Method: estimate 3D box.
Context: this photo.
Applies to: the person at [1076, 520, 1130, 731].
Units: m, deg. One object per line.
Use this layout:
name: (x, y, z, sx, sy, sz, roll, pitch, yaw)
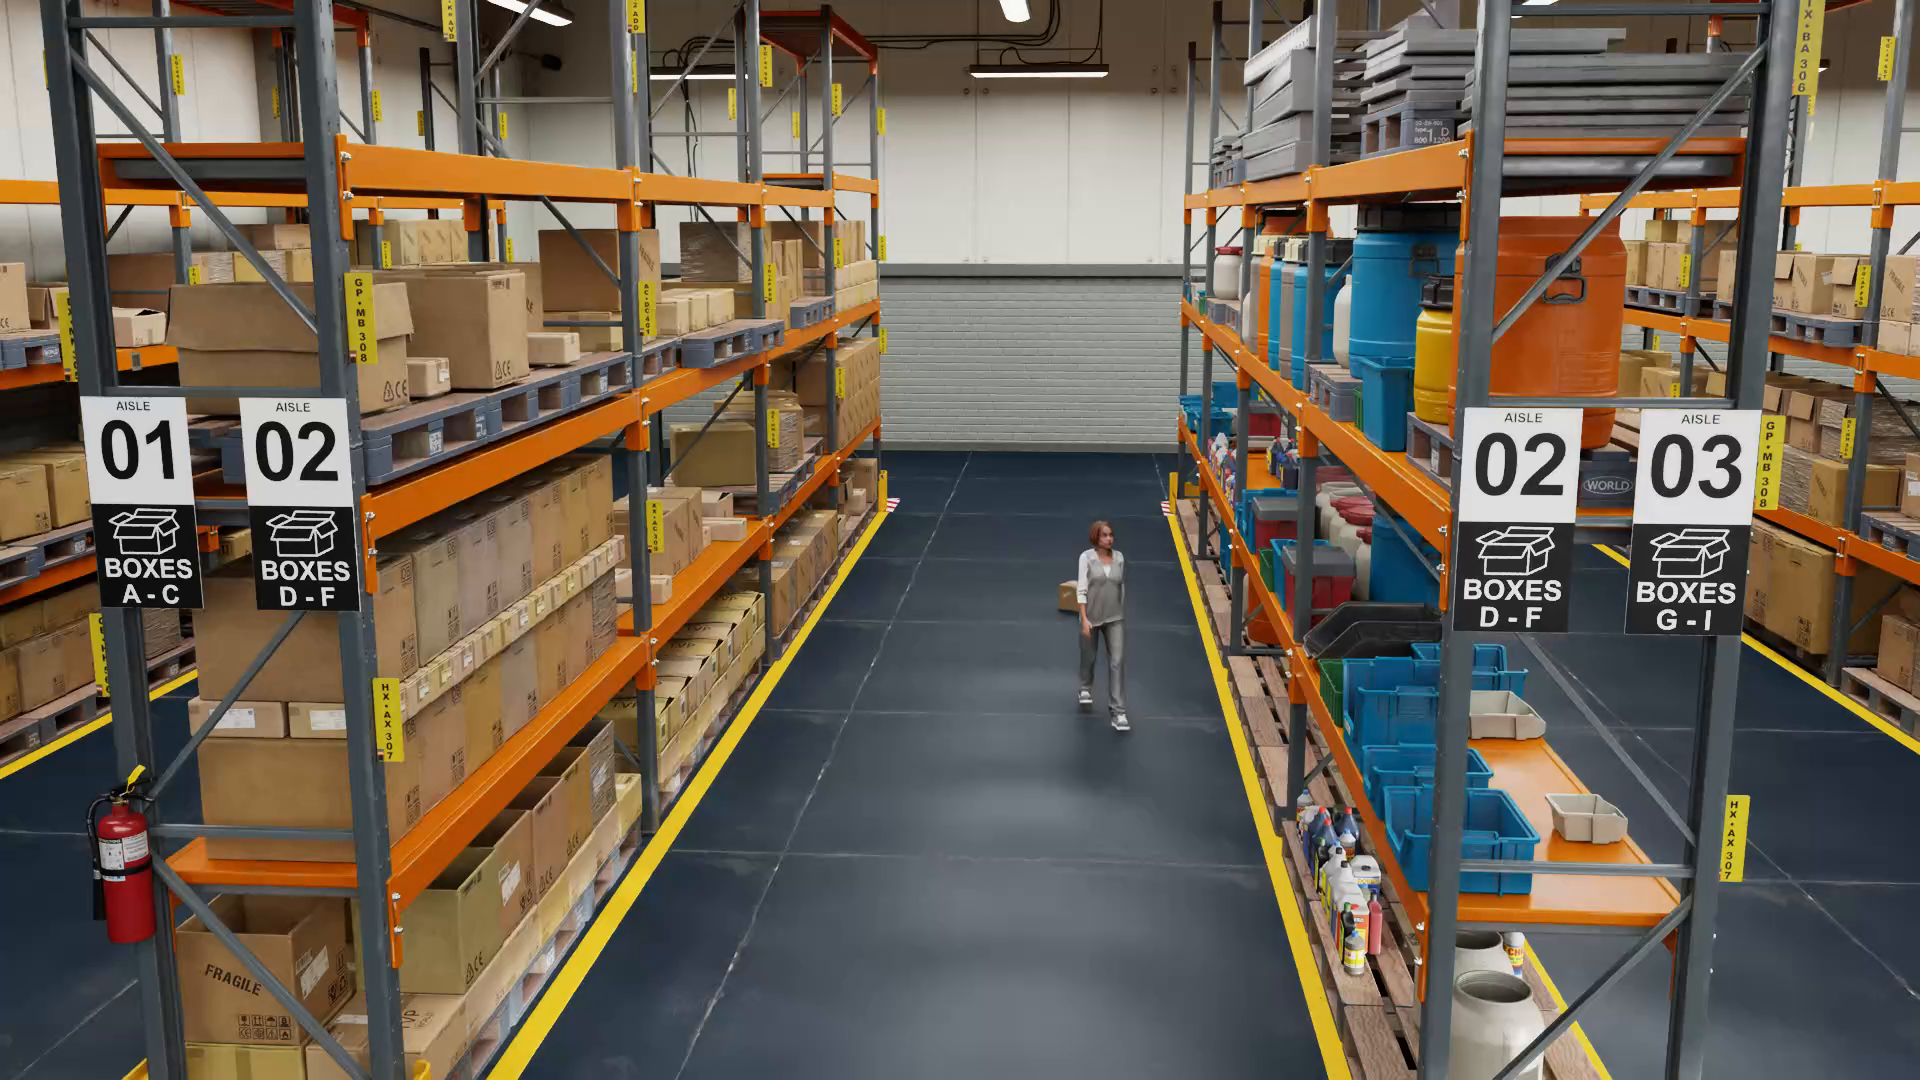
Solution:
person: (1.086, 0.616, 12.755, 0.406, 1.540, 0.944, -1, 11, -6)
